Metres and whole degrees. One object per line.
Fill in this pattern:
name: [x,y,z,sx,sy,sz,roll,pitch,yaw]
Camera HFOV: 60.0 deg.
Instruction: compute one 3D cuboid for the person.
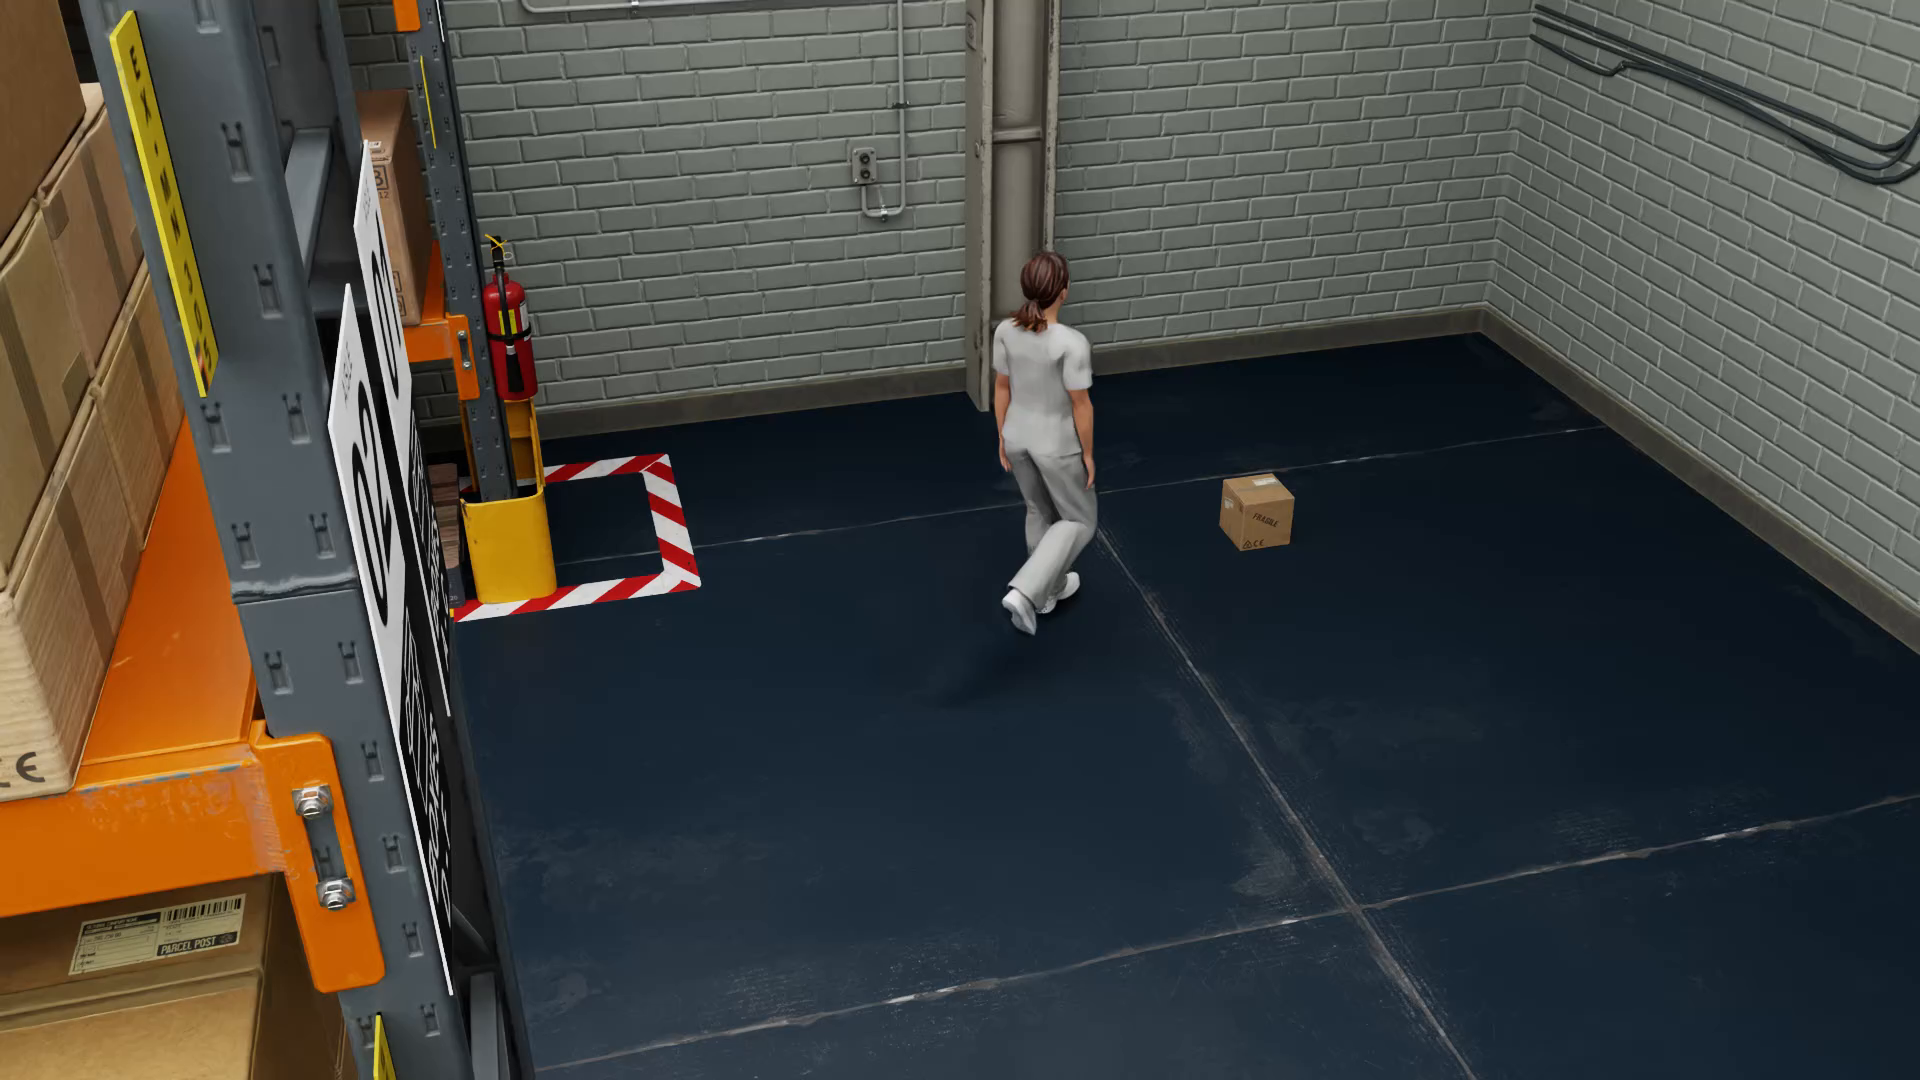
person: [0.330,-0.347,6.745,0.456,1.608,0.708,19,36,30]
